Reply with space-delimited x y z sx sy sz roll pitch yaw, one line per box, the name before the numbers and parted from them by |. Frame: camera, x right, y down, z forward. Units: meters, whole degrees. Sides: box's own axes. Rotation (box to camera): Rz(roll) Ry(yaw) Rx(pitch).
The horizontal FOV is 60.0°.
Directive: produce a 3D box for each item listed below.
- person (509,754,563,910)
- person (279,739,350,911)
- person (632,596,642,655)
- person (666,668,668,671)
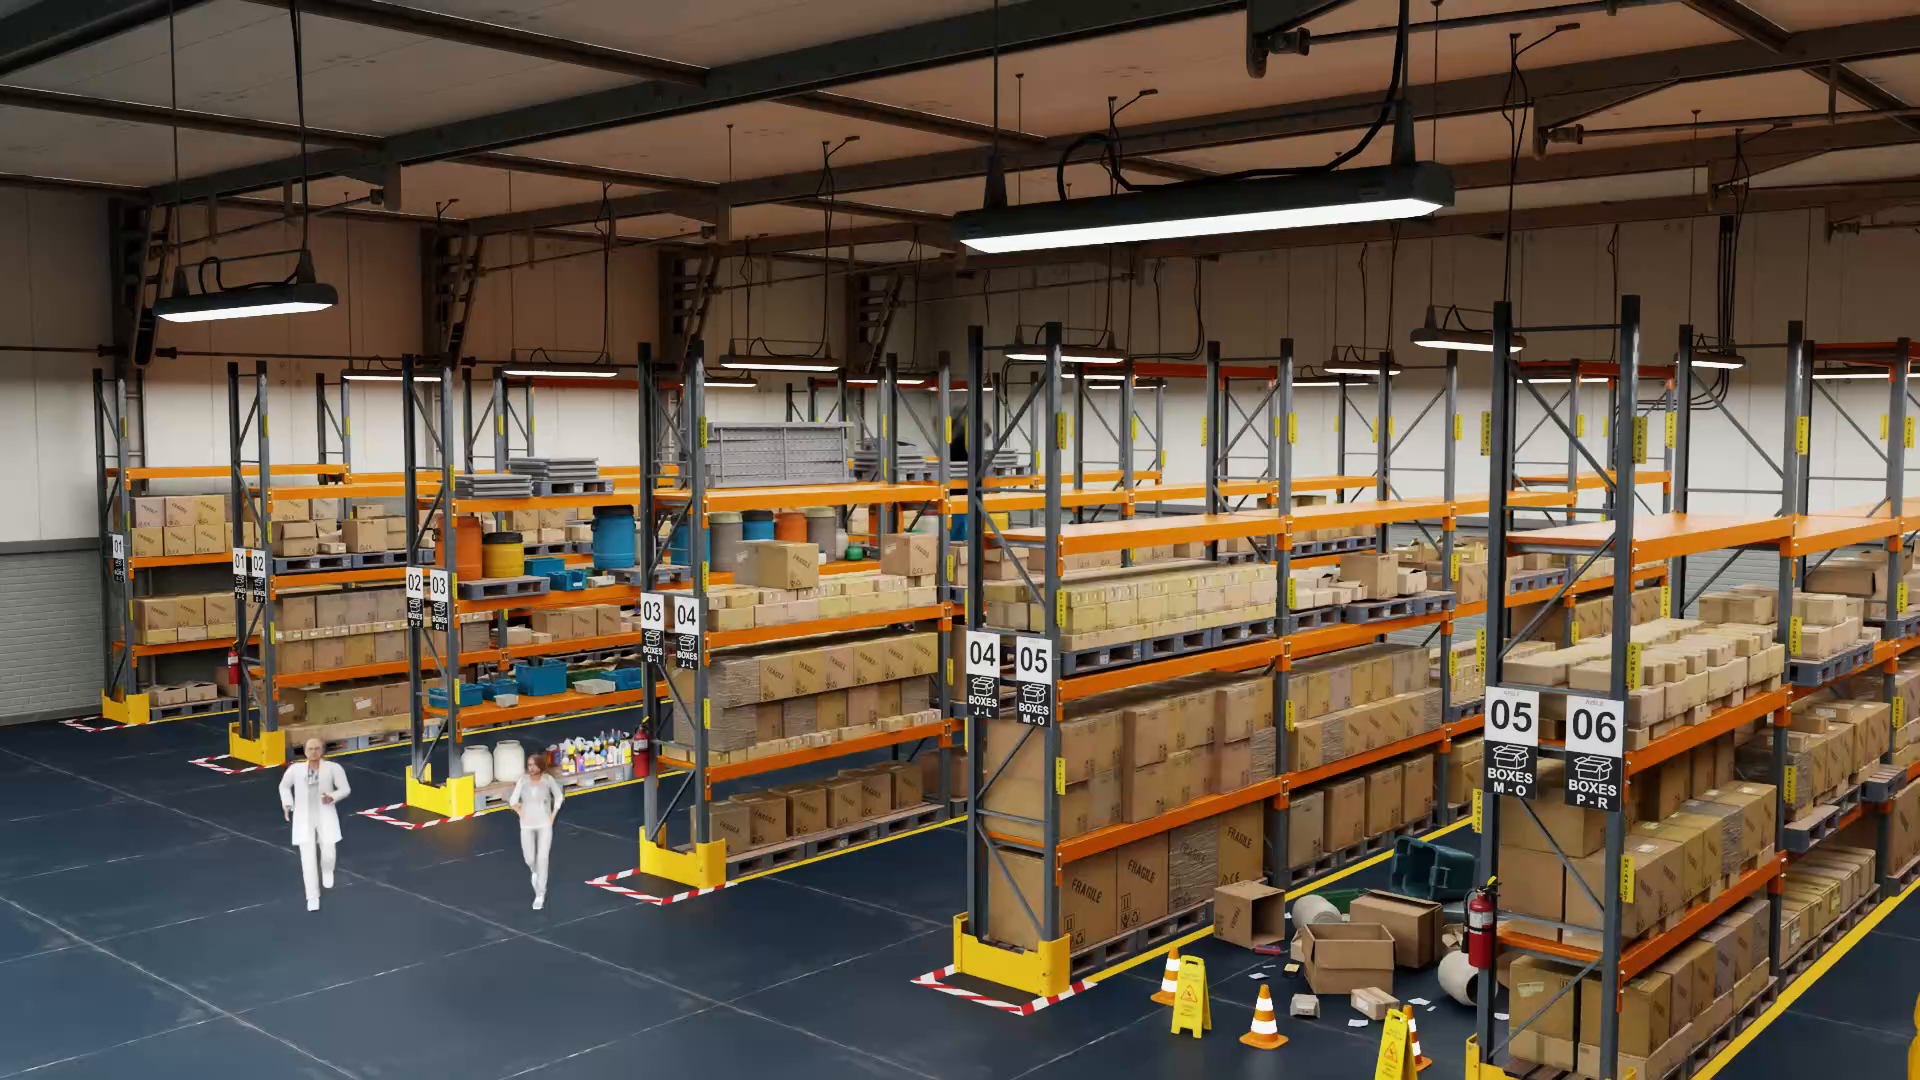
person | -4.525 3.070 17.769 0.554 1.604 0.729 -1 4 -7
person | -6.862 3.088 17.699 0.720 1.543 0.963 -1 4 -19
person | -6.269 1.958 32.668 0.589 1.717 0.723 4 6 44
person | -4.485 2.314 26.704 0.628 1.753 0.632 4 6 41
